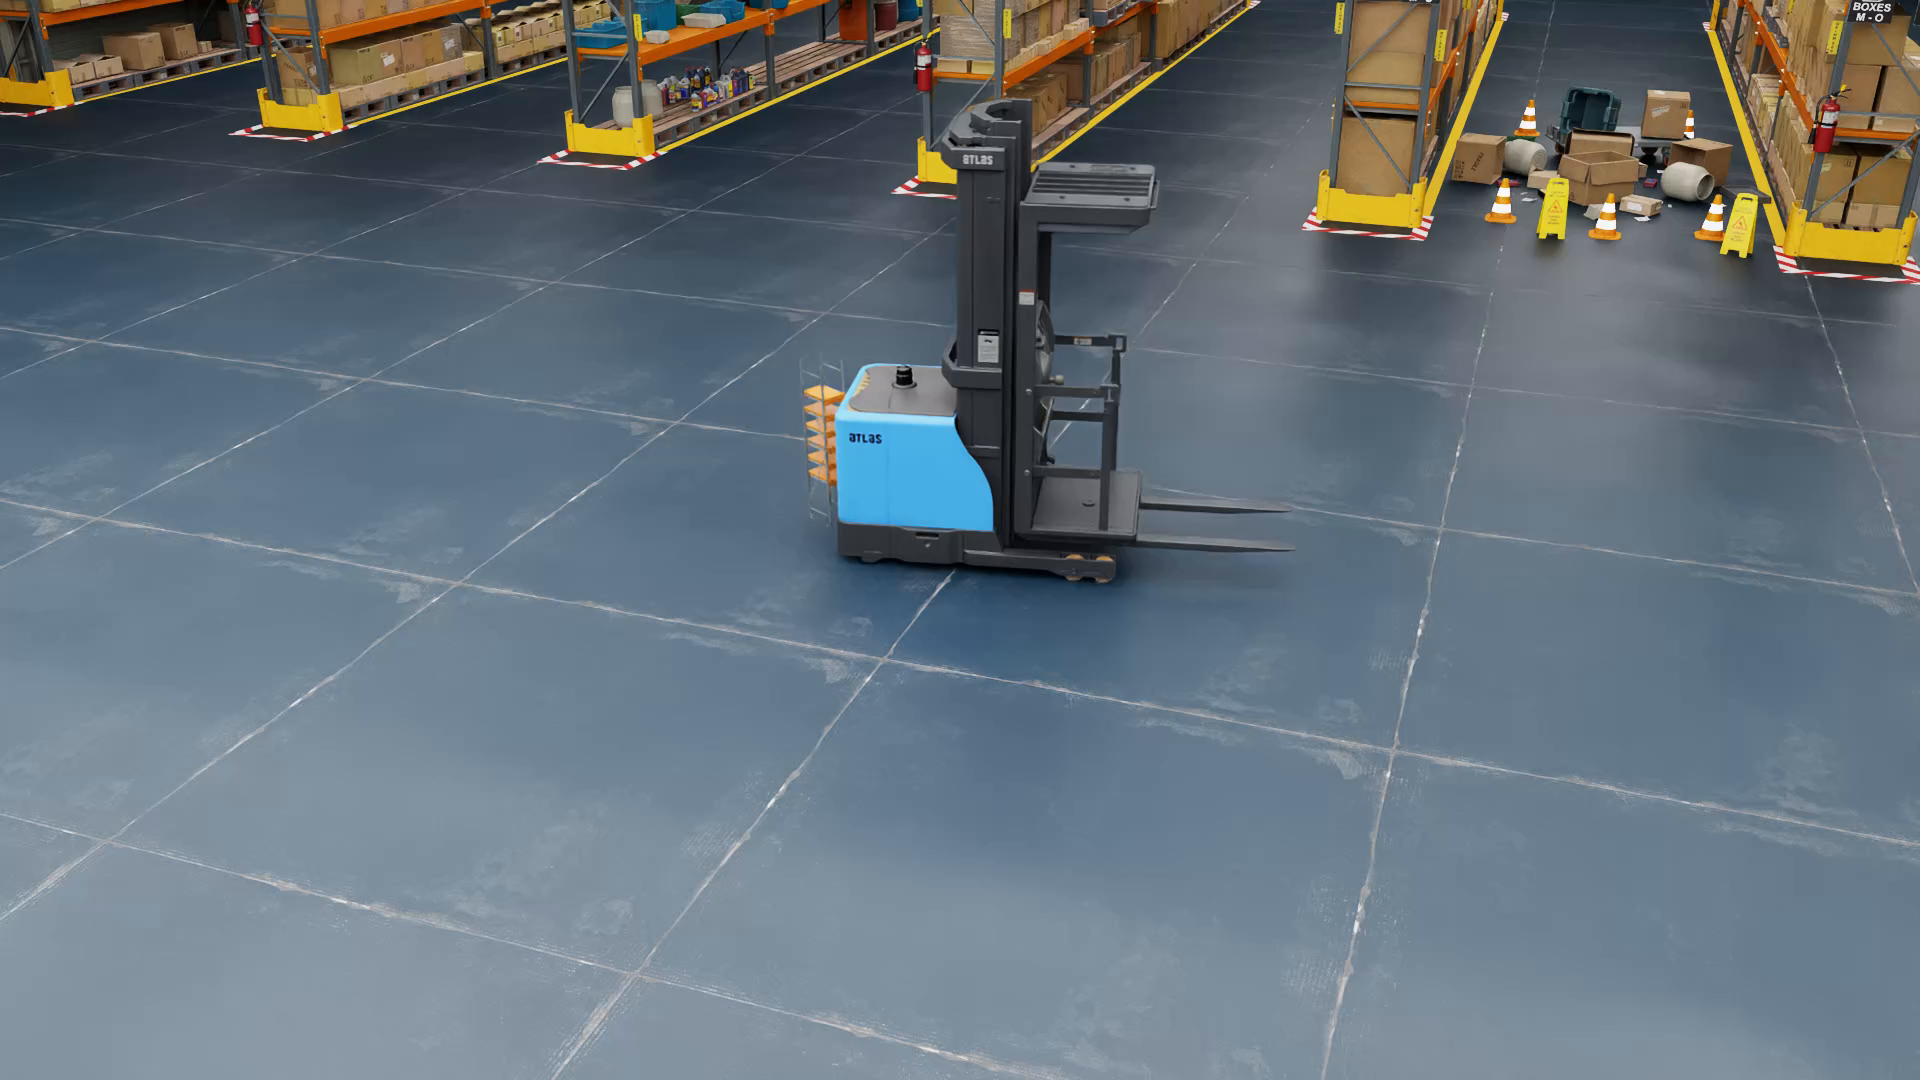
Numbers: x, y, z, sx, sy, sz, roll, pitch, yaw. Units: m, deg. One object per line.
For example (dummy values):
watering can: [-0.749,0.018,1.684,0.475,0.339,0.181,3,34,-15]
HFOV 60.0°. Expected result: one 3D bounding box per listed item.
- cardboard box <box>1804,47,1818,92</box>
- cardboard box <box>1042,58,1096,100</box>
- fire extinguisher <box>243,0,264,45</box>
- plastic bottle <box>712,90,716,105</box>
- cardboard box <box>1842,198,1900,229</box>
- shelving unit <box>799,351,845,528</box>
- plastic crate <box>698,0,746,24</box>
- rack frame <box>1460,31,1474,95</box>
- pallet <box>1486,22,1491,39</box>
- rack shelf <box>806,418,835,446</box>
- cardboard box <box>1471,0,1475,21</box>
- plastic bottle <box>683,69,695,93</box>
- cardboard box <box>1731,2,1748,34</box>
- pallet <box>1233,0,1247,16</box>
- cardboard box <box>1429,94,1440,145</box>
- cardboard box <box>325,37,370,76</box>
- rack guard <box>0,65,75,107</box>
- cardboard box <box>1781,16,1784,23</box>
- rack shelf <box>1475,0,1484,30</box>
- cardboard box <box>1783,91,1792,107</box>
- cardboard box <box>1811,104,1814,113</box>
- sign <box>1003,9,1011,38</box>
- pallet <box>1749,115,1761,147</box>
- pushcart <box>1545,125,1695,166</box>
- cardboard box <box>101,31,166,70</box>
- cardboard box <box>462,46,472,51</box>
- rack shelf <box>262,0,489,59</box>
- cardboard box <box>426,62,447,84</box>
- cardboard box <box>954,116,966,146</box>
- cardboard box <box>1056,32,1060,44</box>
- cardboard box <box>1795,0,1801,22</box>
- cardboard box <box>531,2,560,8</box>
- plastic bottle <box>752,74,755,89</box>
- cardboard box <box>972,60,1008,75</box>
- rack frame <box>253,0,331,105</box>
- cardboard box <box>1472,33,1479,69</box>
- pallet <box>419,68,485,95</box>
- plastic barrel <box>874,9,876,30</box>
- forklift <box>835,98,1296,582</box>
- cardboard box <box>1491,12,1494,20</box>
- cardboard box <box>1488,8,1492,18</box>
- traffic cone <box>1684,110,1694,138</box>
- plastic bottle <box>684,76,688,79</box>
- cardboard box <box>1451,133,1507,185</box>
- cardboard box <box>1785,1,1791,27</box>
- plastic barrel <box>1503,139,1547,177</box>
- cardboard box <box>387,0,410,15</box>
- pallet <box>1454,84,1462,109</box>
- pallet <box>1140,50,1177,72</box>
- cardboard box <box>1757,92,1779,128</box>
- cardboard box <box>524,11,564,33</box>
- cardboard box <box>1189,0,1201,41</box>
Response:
cardboard box: [9.648,-5.196,18.306,0.500,0.500,0.500,9,27,17]
cardboard box: [1.597,-6.747,24.329,0.700,0.500,0.500,7,27,13]
fire extinguisher: [-9.776,-7.203,22.997,0.296,0.674,0.183,9,27,17]
plastic bottle: [-3.552,-6.360,23.873,0.097,0.201,0.097,0,26,0]
cardboard box: [9.916,-3.586,18.112,0.500,0.250,0.500,9,27,17]
shelving unit: [-0.926,-0.688,11.512,0.189,1.200,0.258,-24,35,-37]
plastic crate: [-3.410,-7.582,23.861,0.499,0.251,0.616,9,27,17]
rack frame: [7.347,-8.307,25.189,1.000,3.000,0.127,9,27,17]
pallet: [9.273,-9.480,30.812,1.003,0.211,1.213,9,27,17]
rack shelf: [-0.928,-0.755,11.478,0.180,0.103,0.258,-24,35,-37]
cardboard box: [7.117,-7.718,23.858,0.500,0.500,0.500,8,27,17]
plastic bottle: [-4.021,-6.799,24.609,0.144,0.351,0.185,8,27,15]
cardboard box: [14.289,-9.291,29.680,0.875,0.438,0.875,9,27,19]
pallet: [5.173,-10.761,33.456,1.003,0.211,1.213,9,27,17]
cardboard box: [5.741,-5.648,21.653,0.875,0.875,0.875,9,27,18]
cardboard box: [-9.082,-7.184,24.683,0.500,0.500,0.500,9,27,17]
rack guard: [-13.946,-6.842,25.031,1.175,0.500,0.348,9,27,17]
cardboard box: [11.182,-6.943,22.178,0.380,0.149,0.250,10,27,19]
rack shelf: [8.013,-8.806,27.044,1.077,0.370,4.000,9,27,17]
cardboard box: [10.169,-5.322,20.092,0.380,0.149,0.250,9,27,18]
cardboard box: [9.394,-4.638,17.898,0.380,0.149,0.250,8,27,17]
sign: [0.553,-6.092,19.620,0.100,0.325,0.005,9,27,17]
pallet: [11.380,-5.555,22.705,1.003,0.211,1.213,9,27,17]
pushcart: [8.551,-5.117,21.609,1.648,0.377,0.936,0,26,-1]
cardboard box: [-13.176,-7.808,26.522,0.700,0.500,0.500,7,27,14]
cardboard box: [-8.103,-8.026,27.282,0.500,0.250,0.500,8,27,17]
rack shelf: [-8.634,-7.717,24.795,1.077,0.370,4.000,9,27,17]
cardboard box: [-8.244,-7.180,25.534,0.500,0.250,0.500,9,27,17]
cardboard box: [0.265,-5.099,20.949,0.500,0.500,0.500,14,29,27]
cardboard box: [1.115,-6.674,22.104,0.380,0.149,0.250,9,27,17]
cardboard box: [10.176,-6.260,19.358,0.700,0.500,0.500,9,27,18]
cardboard box: [-7.255,-9.320,29.311,0.500,0.311,0.500,8,27,16]
plastic bottle: [-3.125,-6.887,24.962,0.097,0.201,0.097,0,26,0]
cardboard box: [0.361,-5.750,20.196,0.380,0.149,0.250,9,27,17]
rack frame: [-9.299,-7.219,22.941,1.000,3.000,0.127,9,27,17]
cardboard box: [7.987,-7.832,26.594,0.500,0.500,0.500,9,27,18]
pallet: [-8.272,-7.287,26.281,1.003,0.211,1.213,9,27,17]
plastic barrel: [-1.717,-9.304,29.621,0.421,0.512,0.421,0,26,0]
forklift: [0.733,-1.291,10.776,3.031,2.935,1.130,3,26,7]
cardboard box: [9.776,-9.821,31.104,0.380,0.149,0.250,8,27,15]
cardboard box: [9.497,-9.631,30.370,0.380,0.149,0.250,9,27,17]
traffic cone: [9.810,-5.558,22.422,0.336,0.463,0.334,9,27,17]
plastic bottle: [-4.035,-6.698,24.491,0.097,0.271,0.097,0,26,0]
cardboard box: [6.467,-4.753,20.714,0.500,0.500,0.500,14,29,26]
cardboard box: [10.819,-6.782,21.101,0.500,0.500,0.500,9,27,18]
plastic barrel: [7.085,-4.815,20.933,0.421,0.421,0.512,-14,29,-27]
cardboard box: [-8.619,-8.090,24.626,0.700,0.500,0.500,10,27,19]
pallet: [7.014,-6.739,25.150,1.003,0.211,1.213,9,27,17]
pallet: [3.037,-8.126,28.015,1.003,0.211,1.213,9,27,17]
cardboard box: [11.356,-5.791,22.526,0.950,0.372,0.625,10,27,19]
cardboard box: [-7.085,-8.832,28.303,0.500,0.311,0.500,10,27,19]
cardboard box: [3.544,-9.311,29.219,1.225,0.875,0.875,8,27,16]
